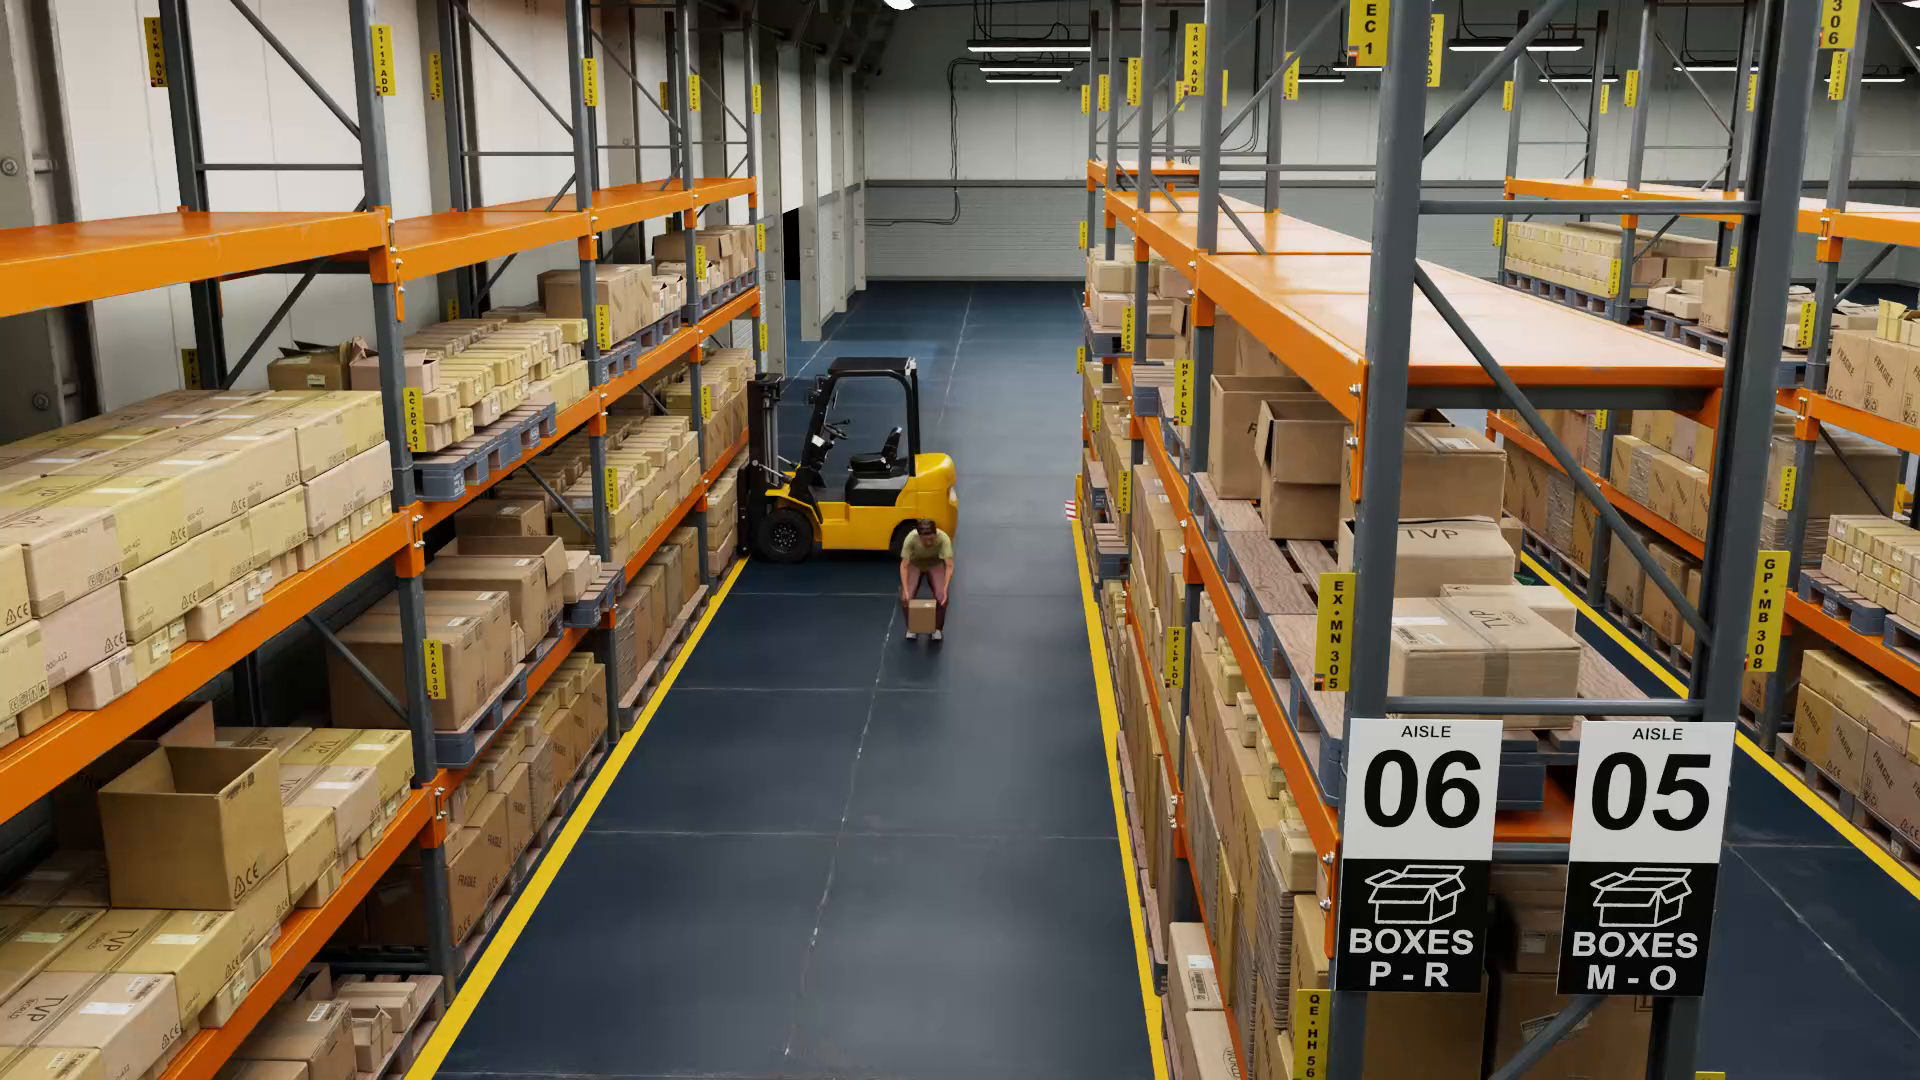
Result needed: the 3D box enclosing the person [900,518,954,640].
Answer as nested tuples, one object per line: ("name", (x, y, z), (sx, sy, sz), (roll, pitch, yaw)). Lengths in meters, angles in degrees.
("person", (-0.303, 0.334, 15.610), (0.509, 1.222, 0.716), (0, 14, 2))
